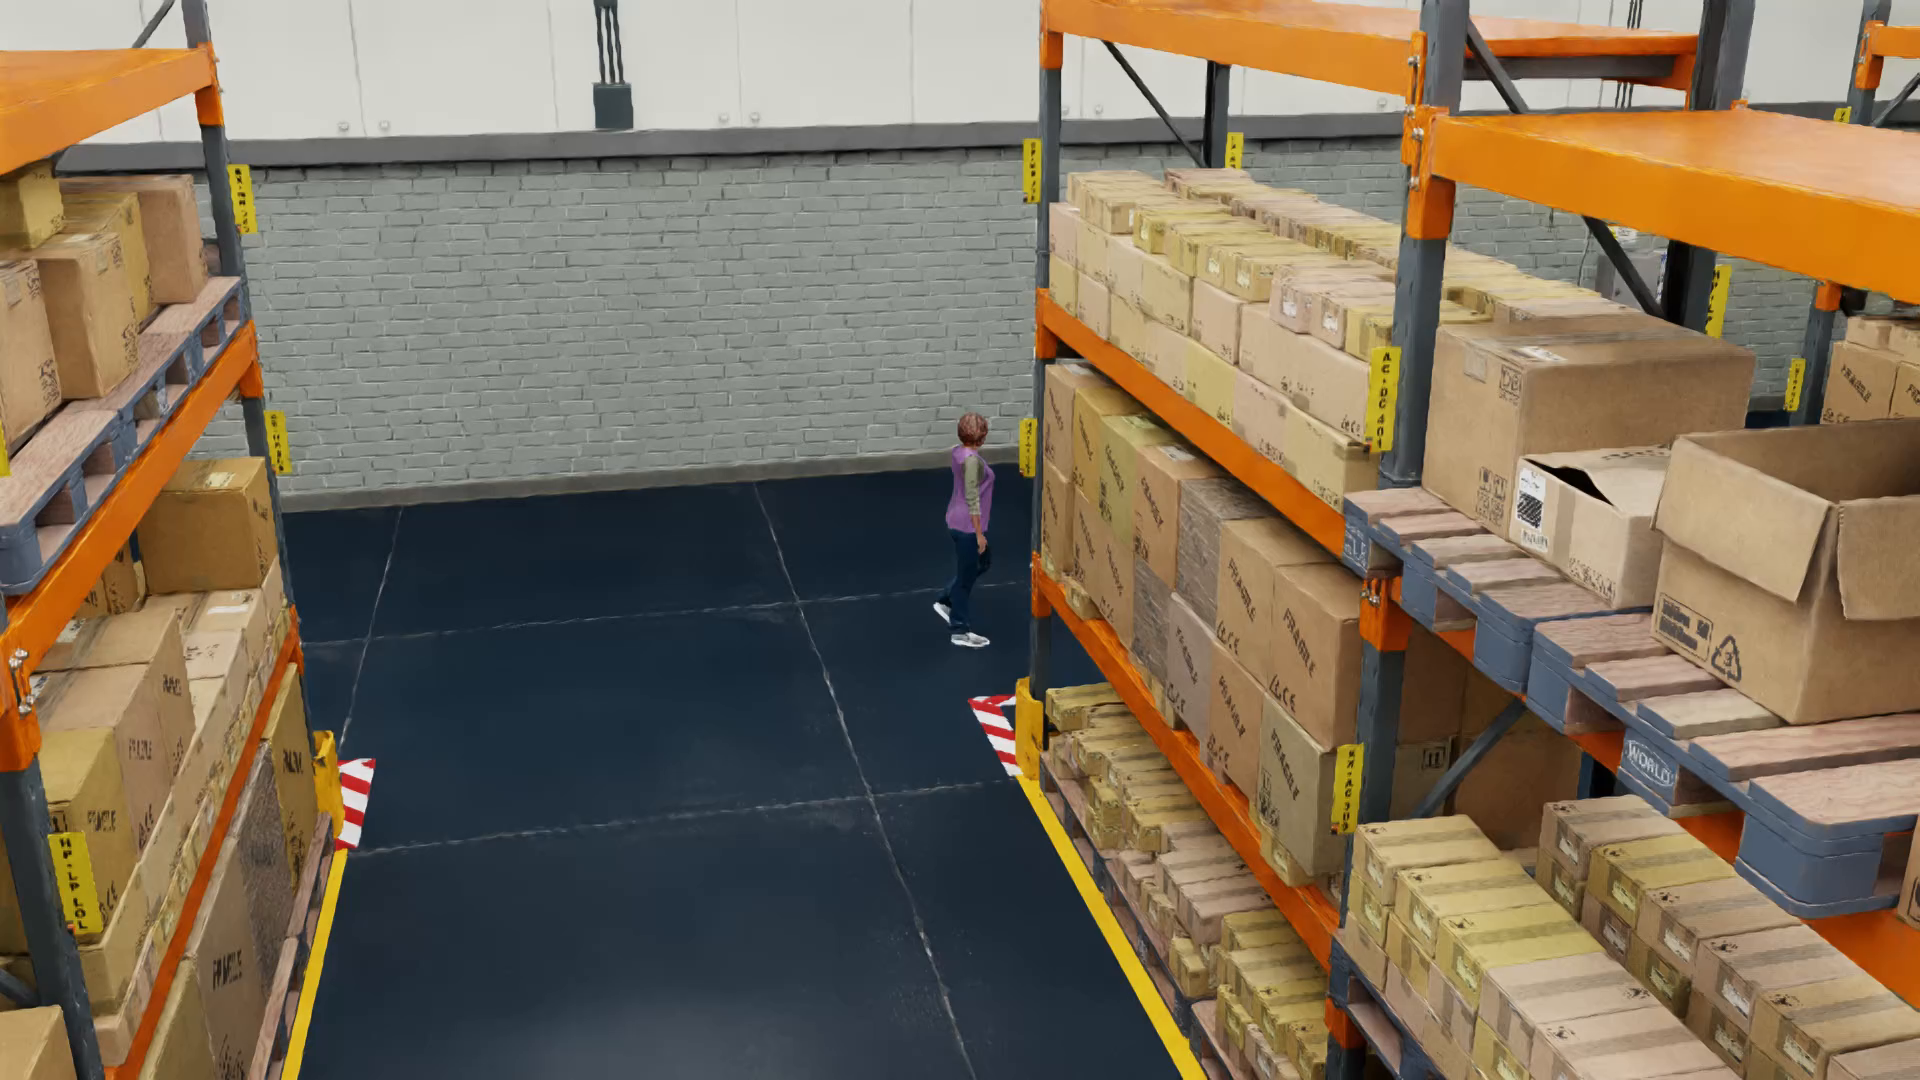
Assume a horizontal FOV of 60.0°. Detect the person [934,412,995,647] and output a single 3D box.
[{"bbox_3d":[0.030,-0.088,11.277,0.420,1.588,0.493,-3,20,-9],"label":"person"}]
